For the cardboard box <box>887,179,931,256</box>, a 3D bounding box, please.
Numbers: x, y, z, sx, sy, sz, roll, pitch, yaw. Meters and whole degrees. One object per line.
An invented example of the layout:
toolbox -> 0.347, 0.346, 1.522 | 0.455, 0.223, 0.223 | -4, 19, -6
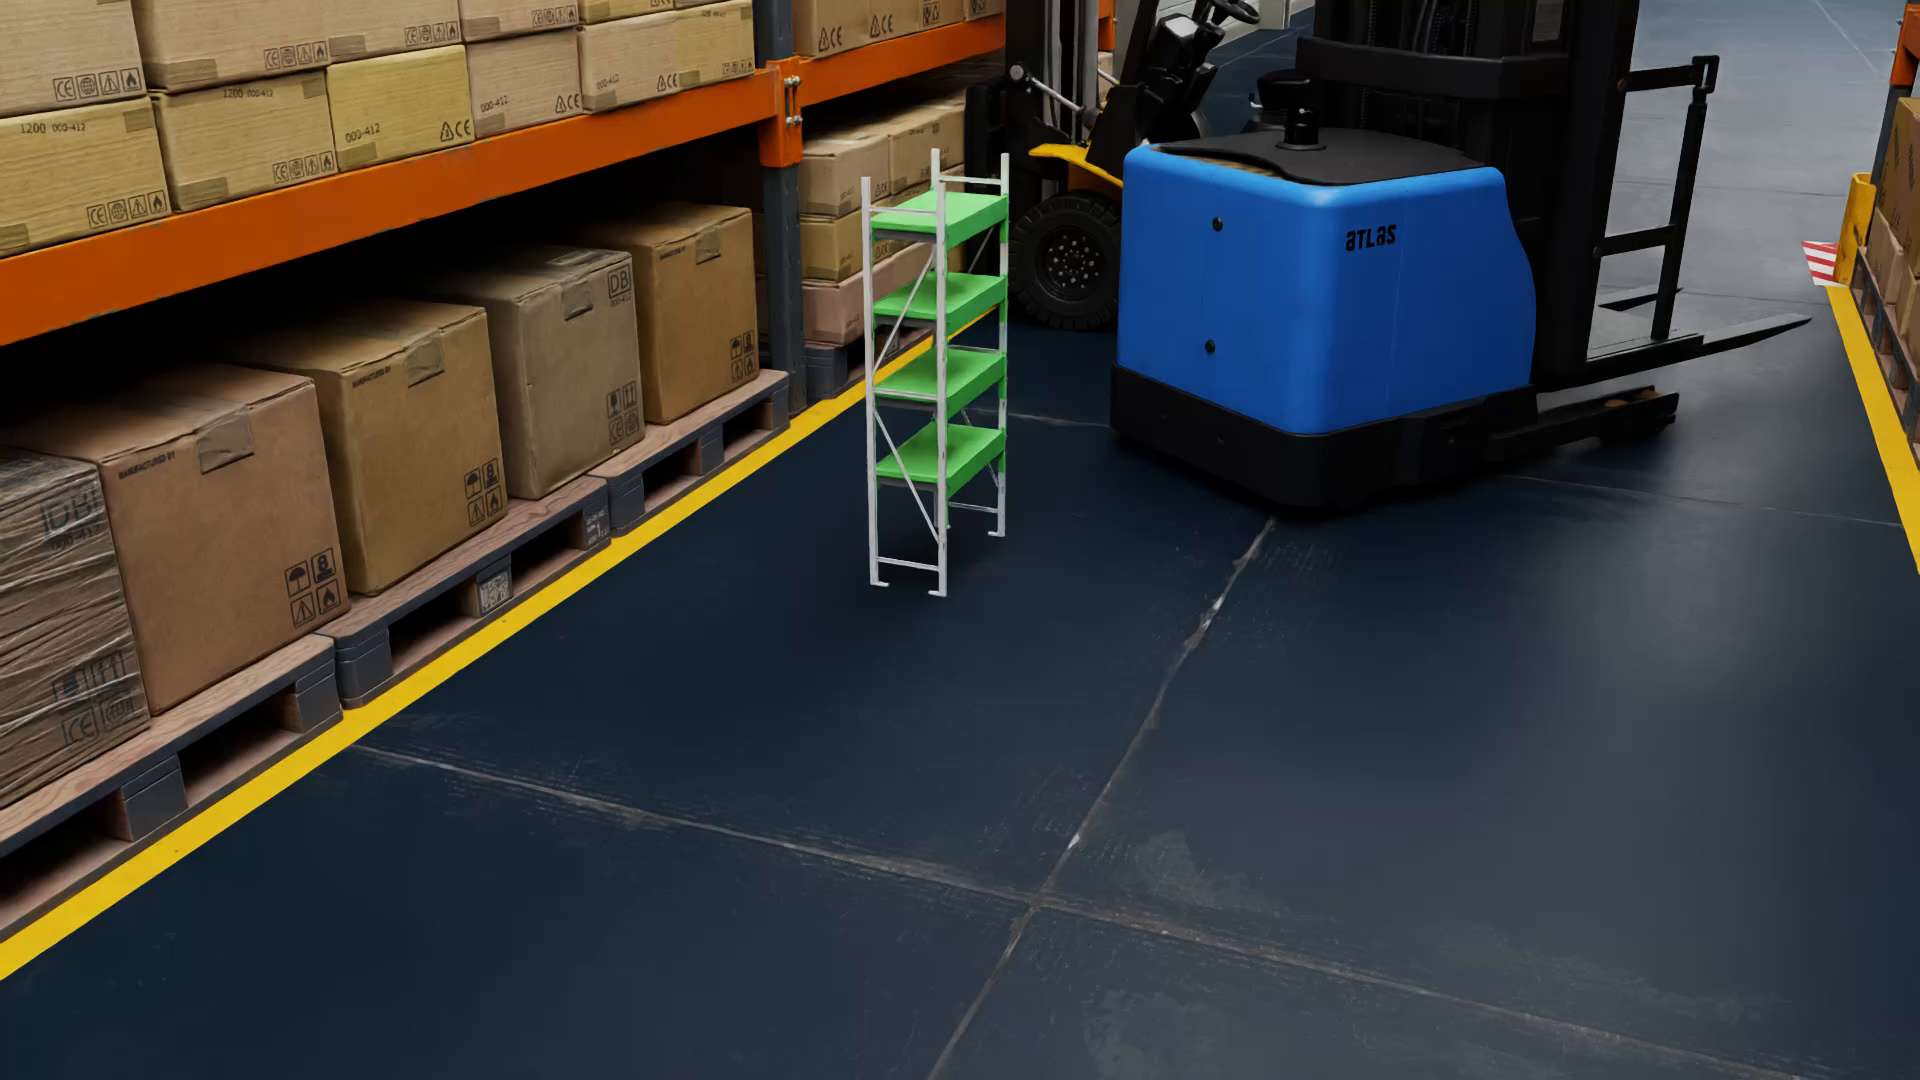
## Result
cardboard box -> -0.429, -1.407, 7.100 | 0.500, 0.250, 0.500 | 9, 24, 20

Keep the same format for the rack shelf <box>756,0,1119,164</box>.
rack shelf -> -0.337, -2.326, 7.859 | 1.077, 0.370, 4.000 | 9, 24, 20

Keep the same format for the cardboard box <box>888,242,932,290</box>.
cardboard box -> -0.419, -1.176, 7.197 | 0.500, 0.250, 0.500 | 8, 24, 19

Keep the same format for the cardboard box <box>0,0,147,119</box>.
cardboard box -> -1.987, -0.975, 3.238 | 0.500, 0.250, 0.500 | 10, 25, 22

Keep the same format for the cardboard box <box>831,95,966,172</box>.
cardboard box -> -0.236, -1.818, 7.435 | 0.500, 0.250, 0.500 | 10, 25, 22

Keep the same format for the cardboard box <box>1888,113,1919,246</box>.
cardboard box -> 4.261, -1.490, 6.974 | 0.500, 0.500, 0.500 | 8, 24, 18

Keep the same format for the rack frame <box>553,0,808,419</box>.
rack frame -> -1.080, -1.942, 6.007 | 1.000, 3.000, 0.127 | 9, 24, 20

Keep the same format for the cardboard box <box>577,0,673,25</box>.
cardboard box -> -1.210, -1.706, 4.988 | 0.500, 0.250, 0.500 | 8, 24, 19

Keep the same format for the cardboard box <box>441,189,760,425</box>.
cardboard box -> -1.264, -0.851, 5.933 | 0.875, 0.625, 0.625 | 10, 25, 22

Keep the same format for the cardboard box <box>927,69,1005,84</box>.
cardboard box -> 0.162, -2.185, 8.314 | 0.500, 0.250, 0.500 | 9, 24, 21

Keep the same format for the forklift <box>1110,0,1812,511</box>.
forklift -> 2.064, -1.859, 5.898 | 3.031, 2.935, 1.130 | -14, 26, -30

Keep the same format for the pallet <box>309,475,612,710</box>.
pallet -> -1.769, 0.052, 4.851 | 1.003, 0.211, 1.213 | 9, 24, 20

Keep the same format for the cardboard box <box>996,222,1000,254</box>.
cardboard box -> -0.036, -1.541, 8.071 | 0.500, 0.250, 0.500 | 10, 25, 22

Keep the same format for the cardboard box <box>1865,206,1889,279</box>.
cardboard box -> 4.459, -1.340, 7.588 | 0.500, 0.250, 0.500 | 9, 24, 20

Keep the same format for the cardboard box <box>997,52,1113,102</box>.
cardboard box -> 0.524, -2.550, 9.189 | 0.500, 0.250, 0.500 | 10, 25, 22

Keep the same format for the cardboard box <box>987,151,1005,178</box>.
cardboard box -> -0.043, -1.766, 7.959 | 0.500, 0.250, 0.500 | 9, 24, 20

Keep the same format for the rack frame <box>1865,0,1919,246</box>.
rack frame -> 5.015, -2.664, 7.736 | 1.000, 3.000, 0.127 | 9, 24, 20

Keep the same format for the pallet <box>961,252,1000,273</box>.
pallet -> -0.294, -1.372, 8.260 | 1.003, 0.211, 1.213 | 9, 24, 20

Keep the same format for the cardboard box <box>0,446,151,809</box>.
cardboard box -> -2.322, 0.170, 3.486 | 0.875, 0.625, 0.625 | 10, 25, 22

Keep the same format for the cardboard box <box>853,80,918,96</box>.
cardboard box -> -0.523, -2.076, 8.053 | 0.500, 0.250, 0.500 | 8, 24, 19

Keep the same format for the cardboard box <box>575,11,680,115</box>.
cardboard box -> -1.206, -1.474, 5.082 | 0.500, 0.250, 0.500 | 9, 24, 20

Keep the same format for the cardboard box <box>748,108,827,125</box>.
cardboard box -> -0.903, -1.715, 7.190 | 0.500, 0.250, 0.500 | 8, 24, 19

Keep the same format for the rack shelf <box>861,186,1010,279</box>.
rack shelf -> -0.061, -0.878, 4.717 | 0.258, 0.148, 0.480 | 9, 24, 20

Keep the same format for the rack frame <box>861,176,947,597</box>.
rack frame -> -0.152, -0.407, 4.668 | 0.240, 1.200, 0.015 | 9, 24, 20

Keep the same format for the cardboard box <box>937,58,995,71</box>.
cardboard box -> -0.131, -2.435, 8.914 | 0.500, 0.250, 0.500 | 9, 24, 20

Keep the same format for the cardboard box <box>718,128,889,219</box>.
cardboard box -> -0.609, -1.456, 6.570 | 0.500, 0.250, 0.500 | 8, 24, 19

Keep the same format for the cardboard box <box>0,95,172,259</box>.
cardboard box -> -1.983, -0.744, 3.334 | 0.500, 0.250, 0.500 | 8, 24, 19

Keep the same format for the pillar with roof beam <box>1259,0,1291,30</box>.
pillar with roof beam -> 7.764, -9.699, 16.795 | 9.100, 9.000, 0.400 | 9, 24, 20

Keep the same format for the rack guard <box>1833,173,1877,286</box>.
rack guard -> 4.987, -1.483, 8.152 | 1.175, 0.500, 0.348 | 9, 24, 20

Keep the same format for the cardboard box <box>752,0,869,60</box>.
cardboard box -> -0.673, -2.109, 6.278 | 0.500, 0.500, 0.500 | 8, 24, 19

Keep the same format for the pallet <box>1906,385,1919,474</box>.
pallet -> 3.746, -0.191, 5.434 | 1.003, 0.211, 1.213 | 9, 24, 20

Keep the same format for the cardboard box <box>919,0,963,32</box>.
cardboard box -> -0.308, -2.479, 7.164 | 0.500, 0.500, 0.500 | 9, 24, 20

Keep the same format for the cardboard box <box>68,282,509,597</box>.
cardboard box -> -1.836, -0.306, 4.626 | 0.875, 0.625, 0.625 | 8, 24, 18

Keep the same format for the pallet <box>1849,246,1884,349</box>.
pallet -> 4.653, -1.064, 7.524 | 1.003, 0.211, 1.213 | 9, 24, 20

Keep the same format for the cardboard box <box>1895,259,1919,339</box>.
cardboard box -> 4.071, -0.961, 6.682 | 0.500, 0.250, 0.500 | 11, 25, 24

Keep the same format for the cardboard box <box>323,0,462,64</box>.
cardboard box -> -1.610, -1.346, 4.126 | 0.500, 0.250, 0.500 | 9, 24, 21

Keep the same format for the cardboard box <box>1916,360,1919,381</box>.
cardboard box -> 3.688, -0.600, 5.816 | 0.500, 0.250, 0.500 | 8, 24, 19

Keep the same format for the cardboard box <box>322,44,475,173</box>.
cardboard box -> -1.604, -1.115, 4.222 | 0.500, 0.250, 0.500 | 10, 25, 22

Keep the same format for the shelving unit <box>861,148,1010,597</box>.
shelving unit -> -0.061, -0.494, 4.877 | 0.258, 1.200, 0.503 | 9, 24, 20

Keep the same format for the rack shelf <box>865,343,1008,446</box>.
rack shelf -> -0.061, -0.435, 4.902 | 0.258, 0.148, 0.480 | 9, 24, 20
